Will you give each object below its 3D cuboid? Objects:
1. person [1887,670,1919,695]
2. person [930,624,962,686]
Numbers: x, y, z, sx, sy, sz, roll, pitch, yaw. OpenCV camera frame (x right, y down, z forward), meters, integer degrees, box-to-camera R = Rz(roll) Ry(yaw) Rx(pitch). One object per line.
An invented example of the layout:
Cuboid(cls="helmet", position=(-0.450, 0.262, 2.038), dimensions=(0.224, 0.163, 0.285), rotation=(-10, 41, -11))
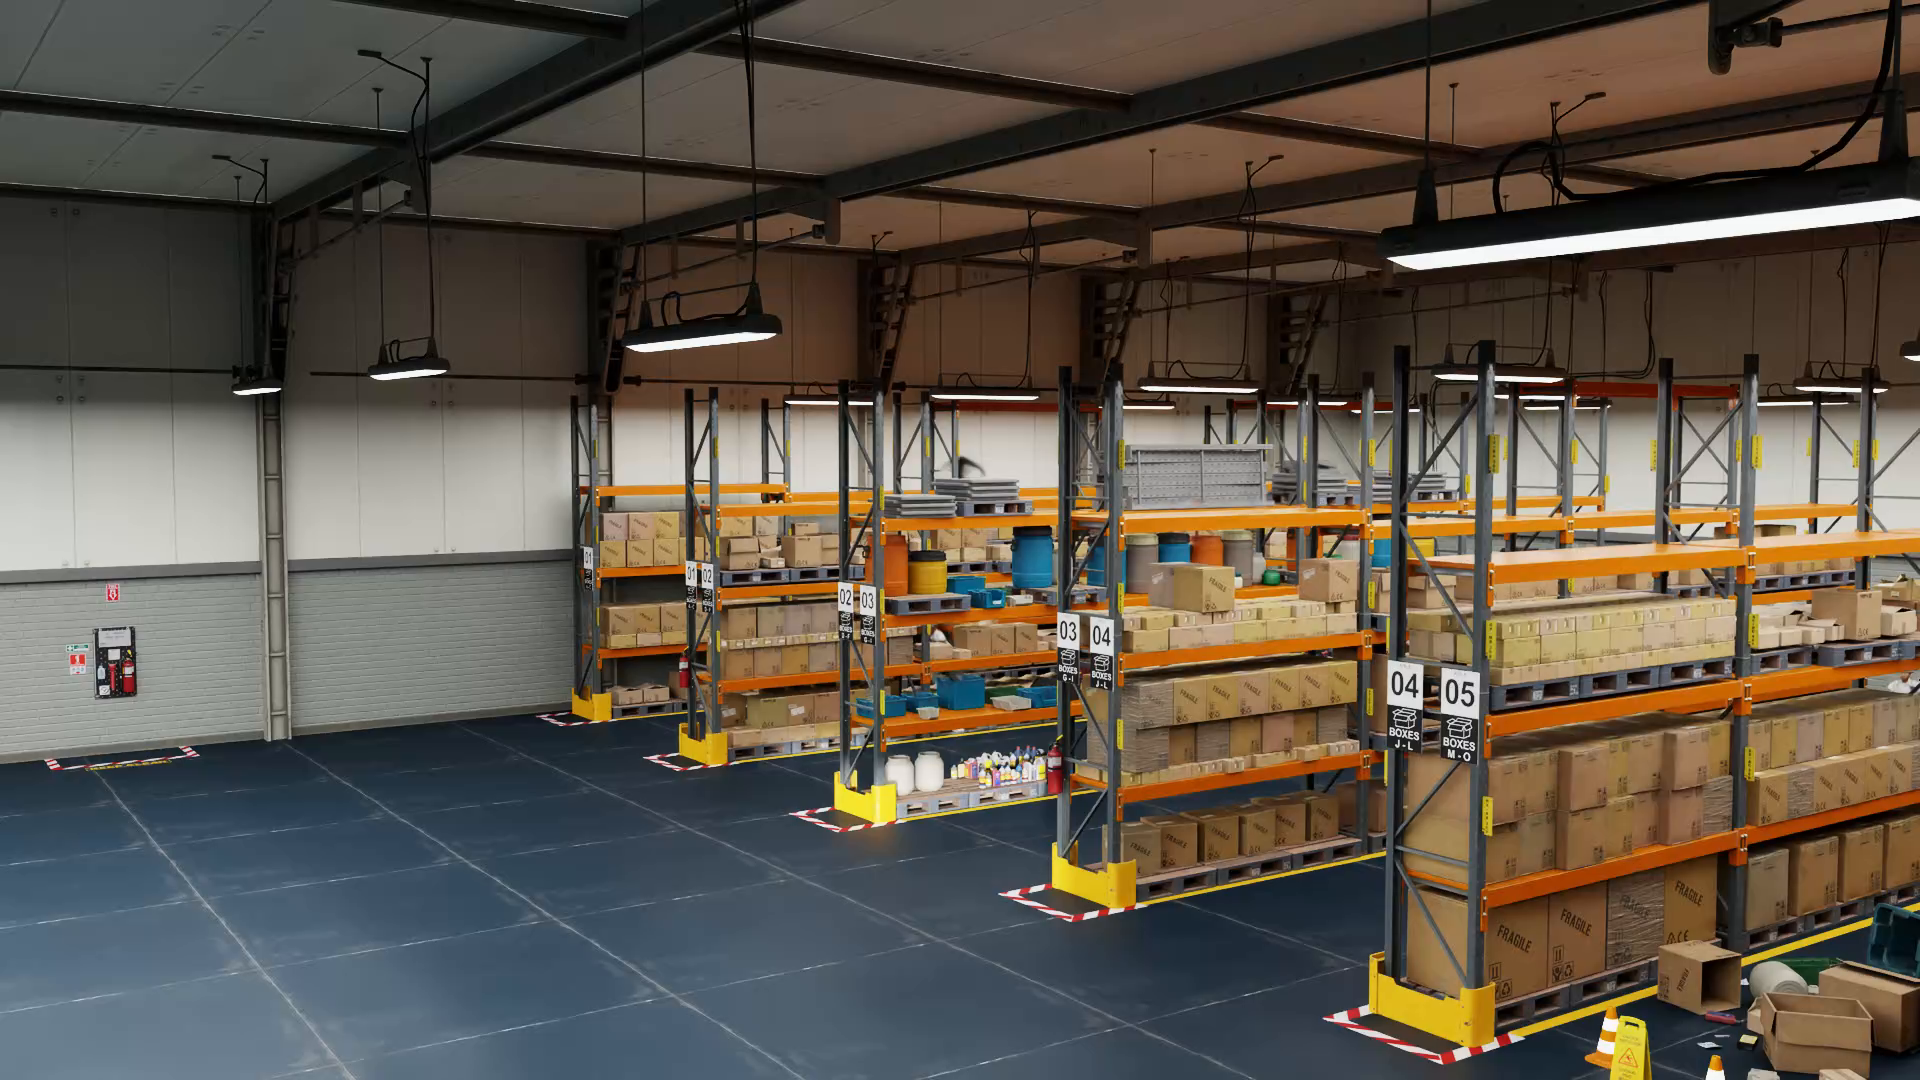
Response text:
Cuboid(cls="person", position=(14.676, 2.767, 25.800), dimensions=(0.829, 1.744, 0.599), rotation=(-3, 5, -44))
Cuboid(cls="person", position=(-0.262, 2.377, 32.996), dimensions=(1.093, 1.590, 0.675), rotation=(-2, 4, -31))
